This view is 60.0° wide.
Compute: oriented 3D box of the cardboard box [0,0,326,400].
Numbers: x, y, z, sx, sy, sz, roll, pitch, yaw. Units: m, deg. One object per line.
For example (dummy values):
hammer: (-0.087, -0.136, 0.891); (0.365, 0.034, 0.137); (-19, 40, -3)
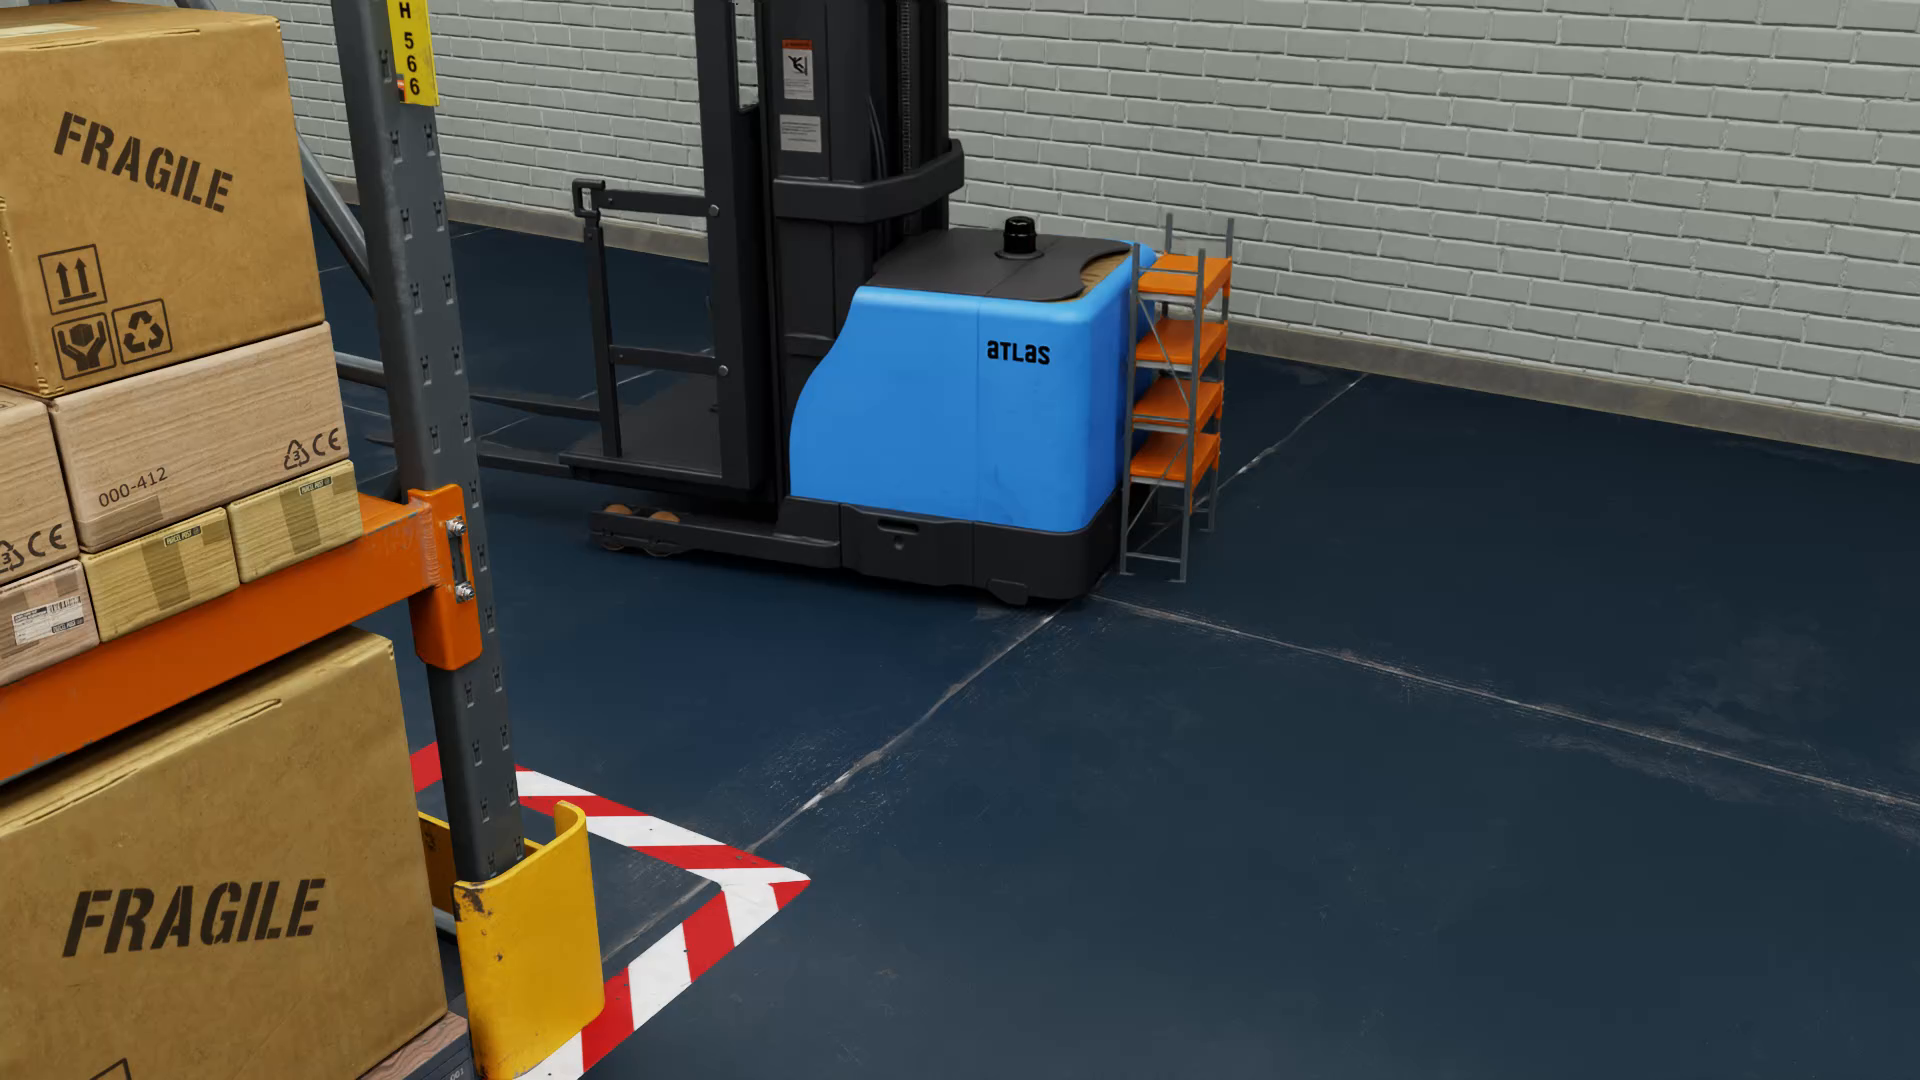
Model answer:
cardboard box: (-1.419, -0.570, 2.661); (0.500, 0.500, 0.500); (14, 27, 30)

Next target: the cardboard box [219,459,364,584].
cardboard box: (-1.294, -0.073, 2.959); (0.380, 0.149, 0.250); (14, 27, 30)

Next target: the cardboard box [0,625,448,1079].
cardboard box: (-1.655, 0.638, 3.147); (0.875, 0.875, 0.875); (14, 27, 29)

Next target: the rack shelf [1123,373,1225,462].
rack shelf: (0.768, -0.442, 5.930); (0.258, 0.148, 0.480); (8, 25, 18)

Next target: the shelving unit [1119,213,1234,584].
shelving unit: (0.768, -0.504, 5.904); (0.258, 1.200, 0.503); (8, 25, 18)

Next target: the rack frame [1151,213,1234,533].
rack frame: (0.849, -0.595, 6.115); (0.240, 1.200, 0.015); (8, 25, 18)

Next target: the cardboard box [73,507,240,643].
cardboard box: (-1.429, 0.015, 2.755); (0.380, 0.149, 0.250); (14, 27, 29)

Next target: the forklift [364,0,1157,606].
forklift: (-0.843, -1.467, 5.950); (3.031, 2.935, 1.130); (8, 25, 18)

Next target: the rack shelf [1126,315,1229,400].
rack shelf: (0.768, -0.647, 5.842); (0.258, 0.148, 0.480); (8, 25, 18)

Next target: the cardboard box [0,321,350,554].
cardboard box: (-1.416, -0.226, 2.810); (0.500, 0.250, 0.500); (13, 27, 28)

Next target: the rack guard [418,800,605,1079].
rack guard: (-1.373, 0.762, 3.861); (1.175, 0.500, 0.348); (14, 27, 29)

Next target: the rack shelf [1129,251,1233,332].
rack shelf: (0.768, -0.864, 5.748); (0.258, 0.148, 0.480); (8, 25, 18)

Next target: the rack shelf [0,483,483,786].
rack shelf: (-2.441, 0.628, 1.930); (1.077, 0.370, 4.000); (14, 27, 29)

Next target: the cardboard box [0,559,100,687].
cardboard box: (-1.563, 0.100, 2.559); (0.380, 0.149, 0.250); (14, 27, 29)

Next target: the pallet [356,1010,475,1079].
pallet: (-1.741, 1.189, 3.239); (1.003, 0.211, 1.213); (14, 27, 29)

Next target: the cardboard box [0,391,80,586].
cardboard box: (-1.684, -0.055, 2.415); (0.500, 0.250, 0.500); (13, 27, 28)

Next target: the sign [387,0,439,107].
sign: (-0.932, -0.899, 2.795); (0.100, 0.325, 0.005); (14, 27, 29)

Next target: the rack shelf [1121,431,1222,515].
rack shelf: (0.768, -0.260, 6.009); (0.258, 0.148, 0.480); (8, 25, 18)

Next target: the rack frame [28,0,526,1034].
rack frame: (-1.386, -0.377, 3.346); (1.000, 3.000, 0.127); (14, 27, 29)

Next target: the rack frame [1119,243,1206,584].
rack frame: (0.686, -0.413, 5.693); (0.240, 1.200, 0.015); (8, 25, 18)
